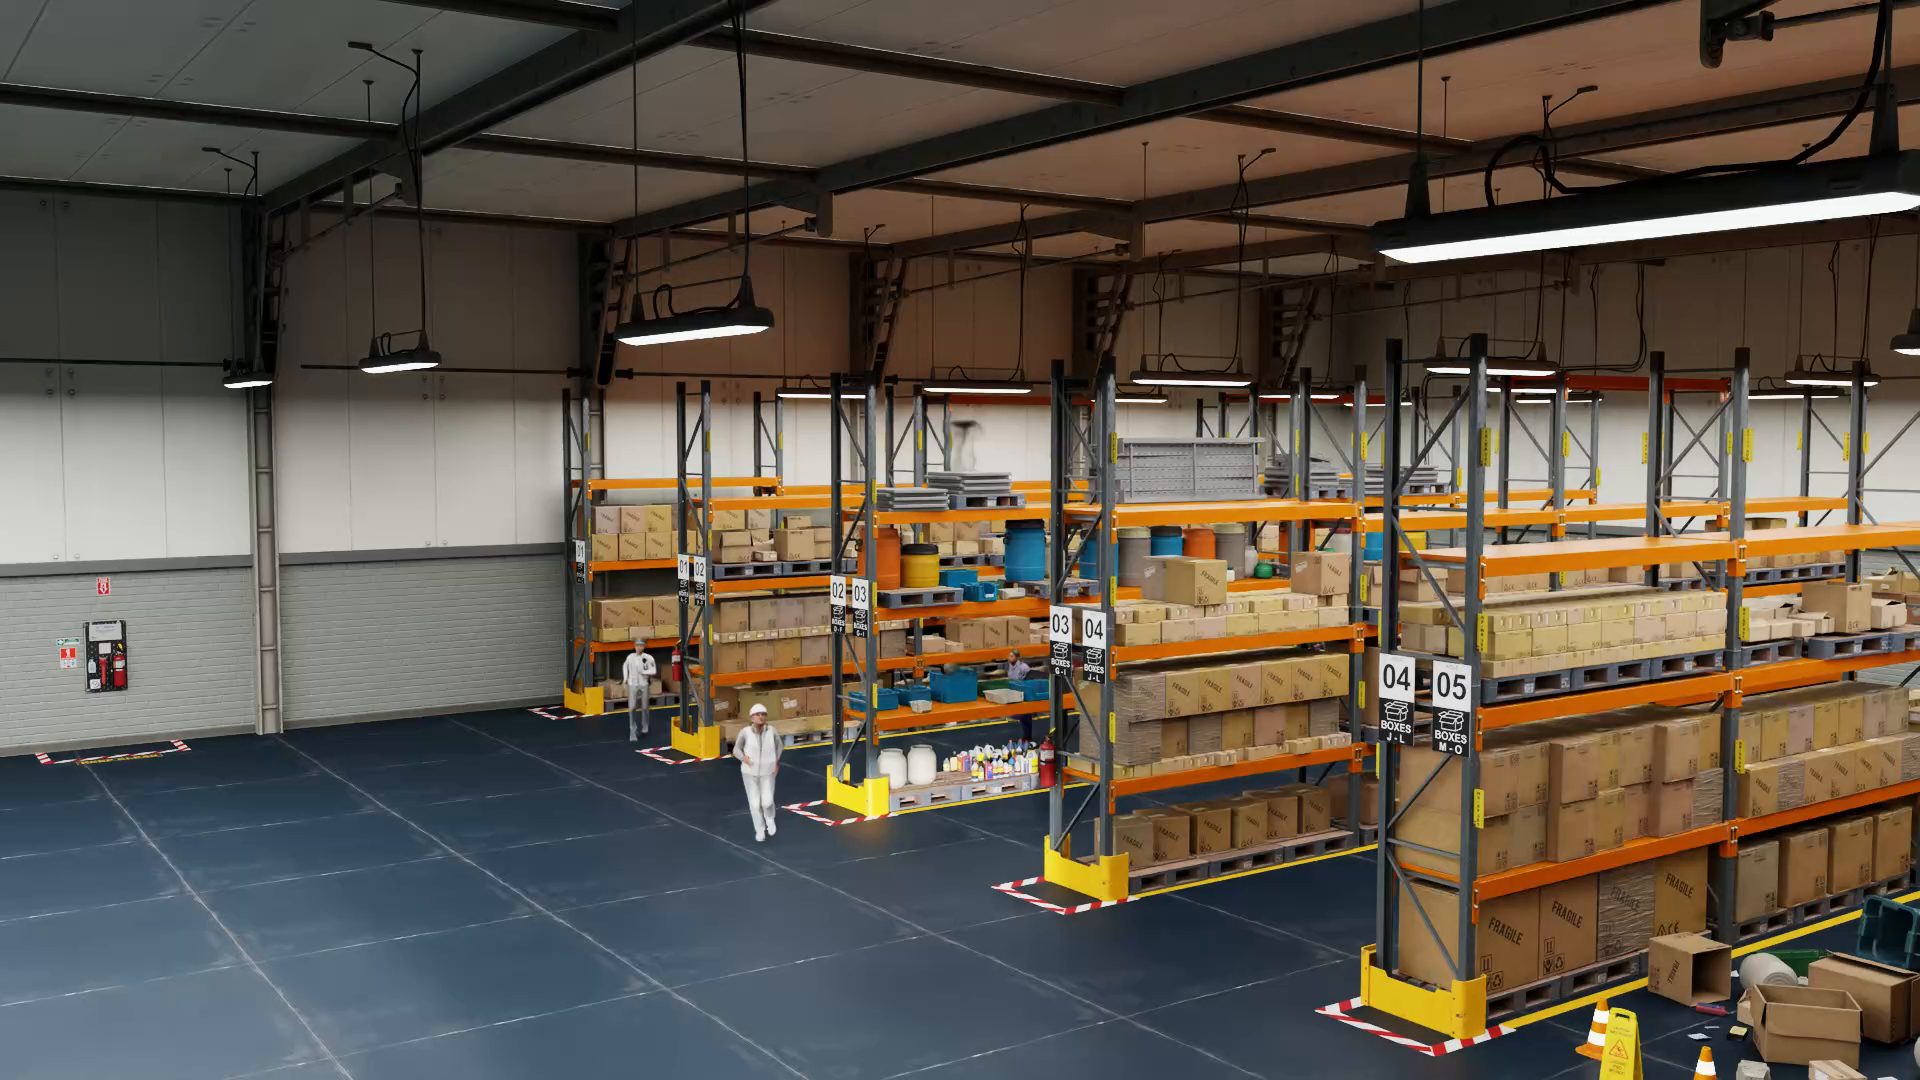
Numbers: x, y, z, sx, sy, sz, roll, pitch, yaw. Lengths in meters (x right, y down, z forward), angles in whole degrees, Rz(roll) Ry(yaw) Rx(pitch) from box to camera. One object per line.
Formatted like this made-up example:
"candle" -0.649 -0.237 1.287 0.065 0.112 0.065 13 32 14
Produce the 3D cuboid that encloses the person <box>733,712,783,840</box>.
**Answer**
"person" -2.541 2.968 21.017 0.645 1.688 0.584 -1 4 -10

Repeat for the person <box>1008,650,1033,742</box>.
"person" 0.982 2.606 27.835 0.667 1.577 0.592 -3 5 -43

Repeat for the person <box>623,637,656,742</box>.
"person" -5.428 2.517 28.164 0.583 1.749 0.757 0 4 -5

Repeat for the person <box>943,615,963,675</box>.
"person" -0.072 2.209 33.131 0.603 1.688 0.665 -3 5 -40
